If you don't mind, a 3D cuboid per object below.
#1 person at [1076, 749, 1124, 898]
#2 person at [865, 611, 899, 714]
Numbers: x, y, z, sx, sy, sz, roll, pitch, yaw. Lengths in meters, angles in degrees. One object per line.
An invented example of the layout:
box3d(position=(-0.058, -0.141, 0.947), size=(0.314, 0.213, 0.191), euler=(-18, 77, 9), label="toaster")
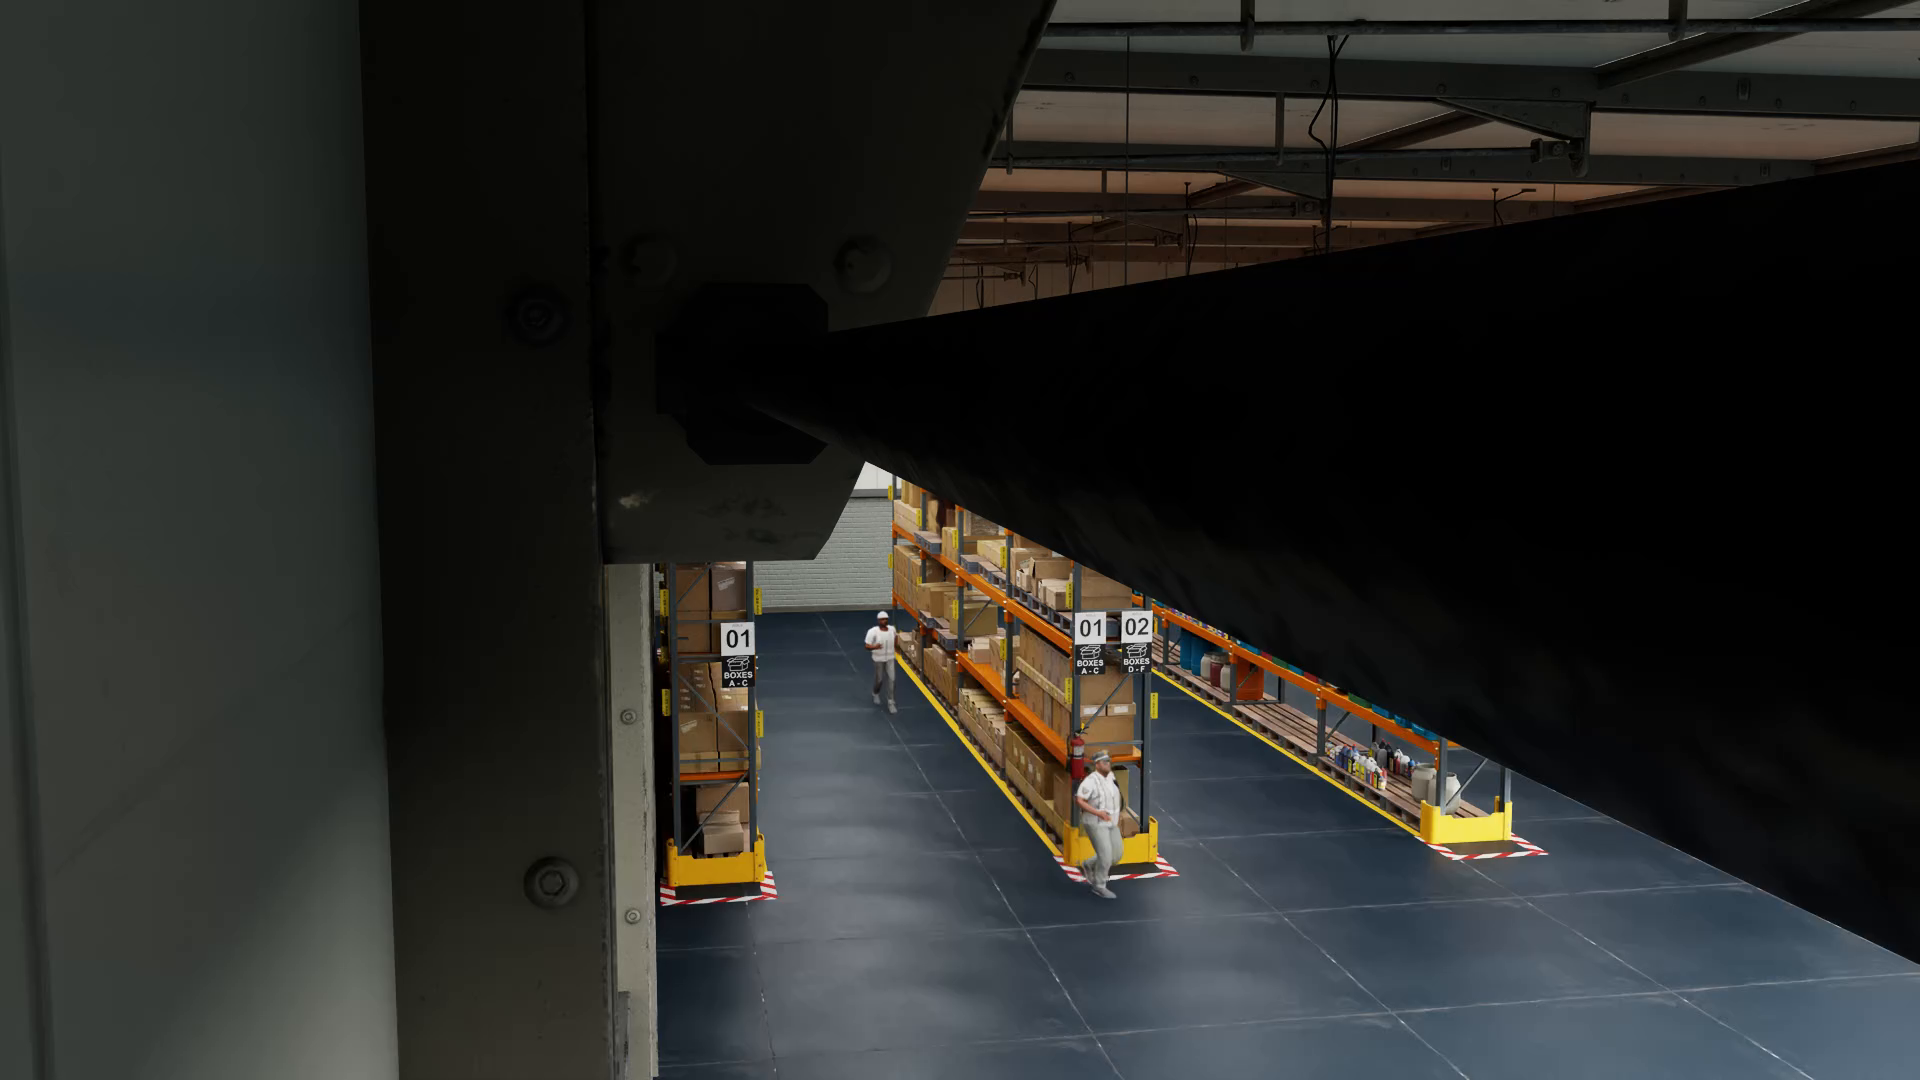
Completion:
box3d(position=(1.683, 3.348, 19.718), size=(0.594, 1.765, 0.704), euler=(6, 9, 44), label="person")
box3d(position=(-1.391, 2.179, 30.076), size=(0.689, 1.788, 0.912), euler=(-2, 7, -19), label="person")
